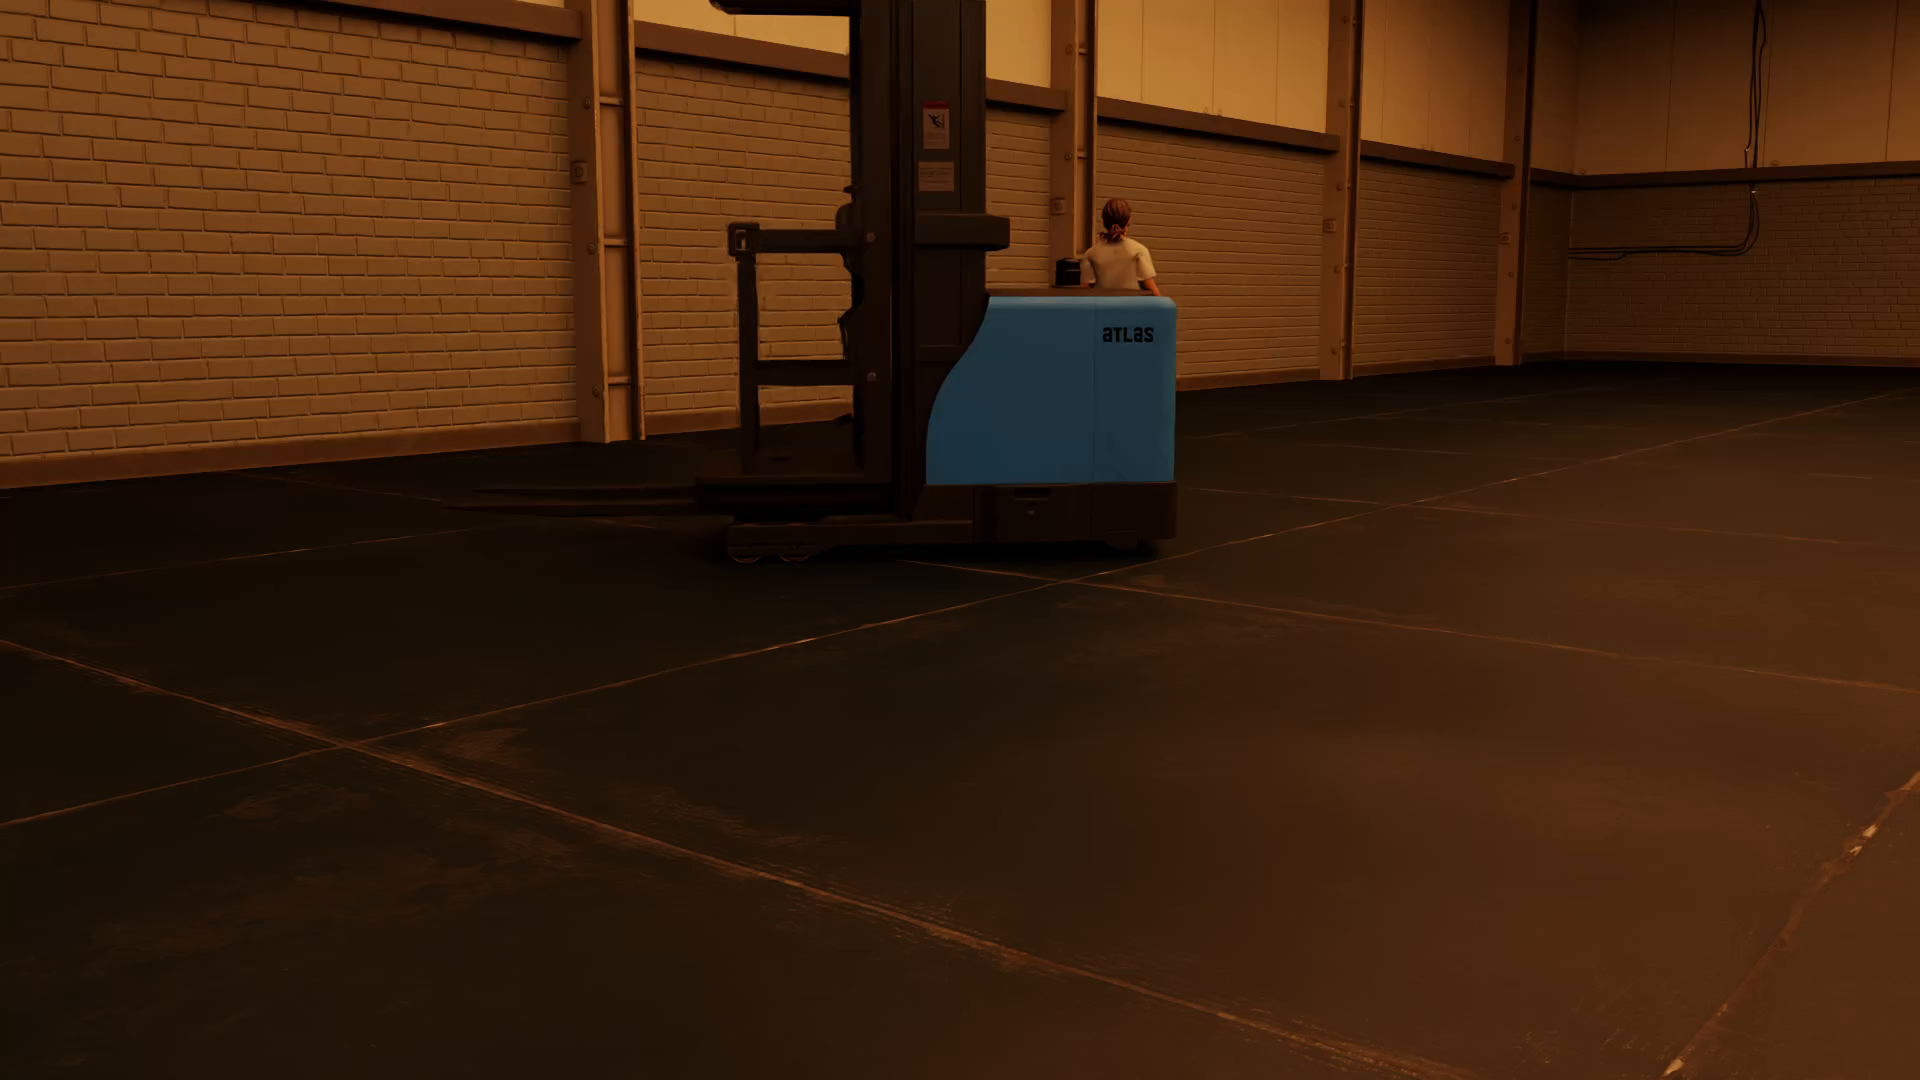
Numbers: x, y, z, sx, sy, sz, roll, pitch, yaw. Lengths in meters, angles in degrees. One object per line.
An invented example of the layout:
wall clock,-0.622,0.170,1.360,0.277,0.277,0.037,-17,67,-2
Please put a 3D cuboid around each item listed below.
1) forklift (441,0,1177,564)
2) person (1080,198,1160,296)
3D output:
forklift,-0.642,-1.433,7.077,3.031,2.935,1.130,-1,8,-6
person,1.011,-1.274,10.378,0.523,1.688,0.473,3,9,20
